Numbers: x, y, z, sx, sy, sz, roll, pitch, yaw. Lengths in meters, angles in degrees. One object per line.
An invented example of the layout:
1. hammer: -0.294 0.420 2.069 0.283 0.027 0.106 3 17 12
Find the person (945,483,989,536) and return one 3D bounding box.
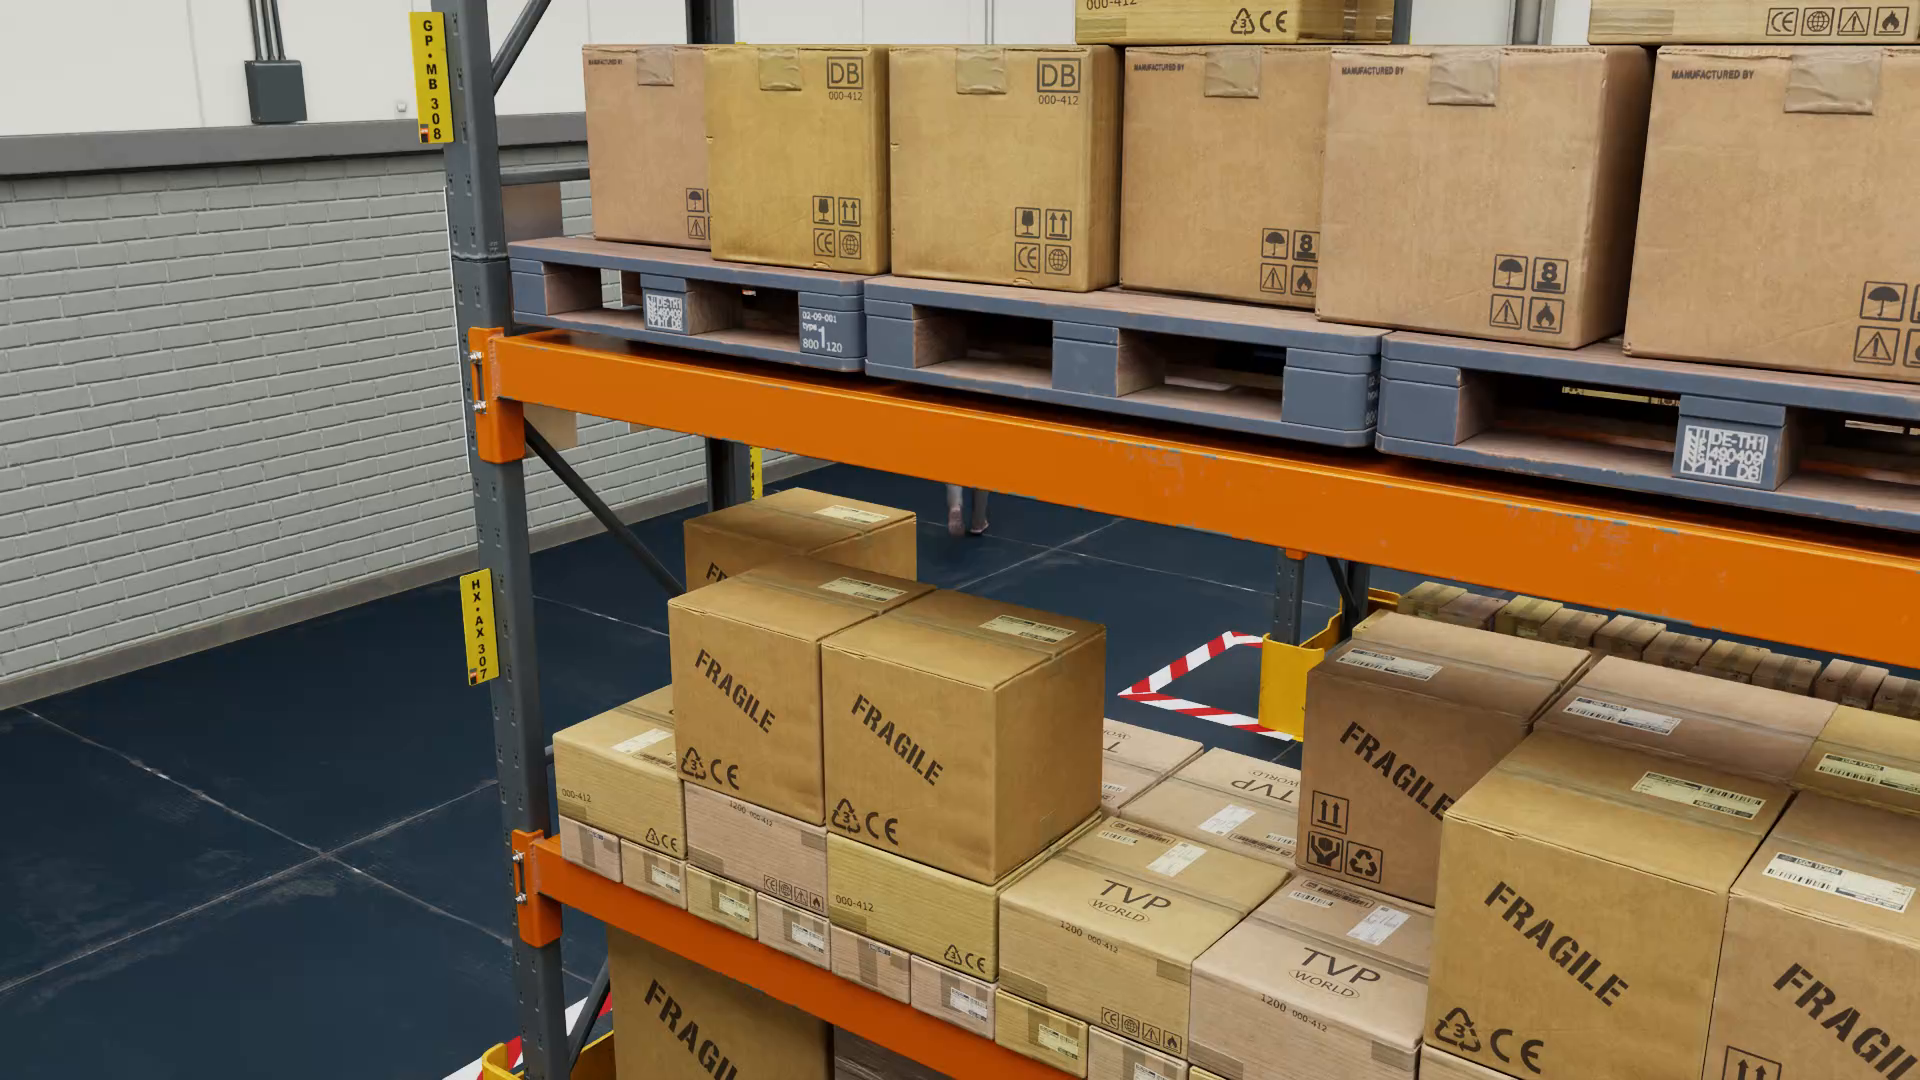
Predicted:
1. person: 0.067 -0.816 12.217 0.449 1.636 0.653 2 17 5
